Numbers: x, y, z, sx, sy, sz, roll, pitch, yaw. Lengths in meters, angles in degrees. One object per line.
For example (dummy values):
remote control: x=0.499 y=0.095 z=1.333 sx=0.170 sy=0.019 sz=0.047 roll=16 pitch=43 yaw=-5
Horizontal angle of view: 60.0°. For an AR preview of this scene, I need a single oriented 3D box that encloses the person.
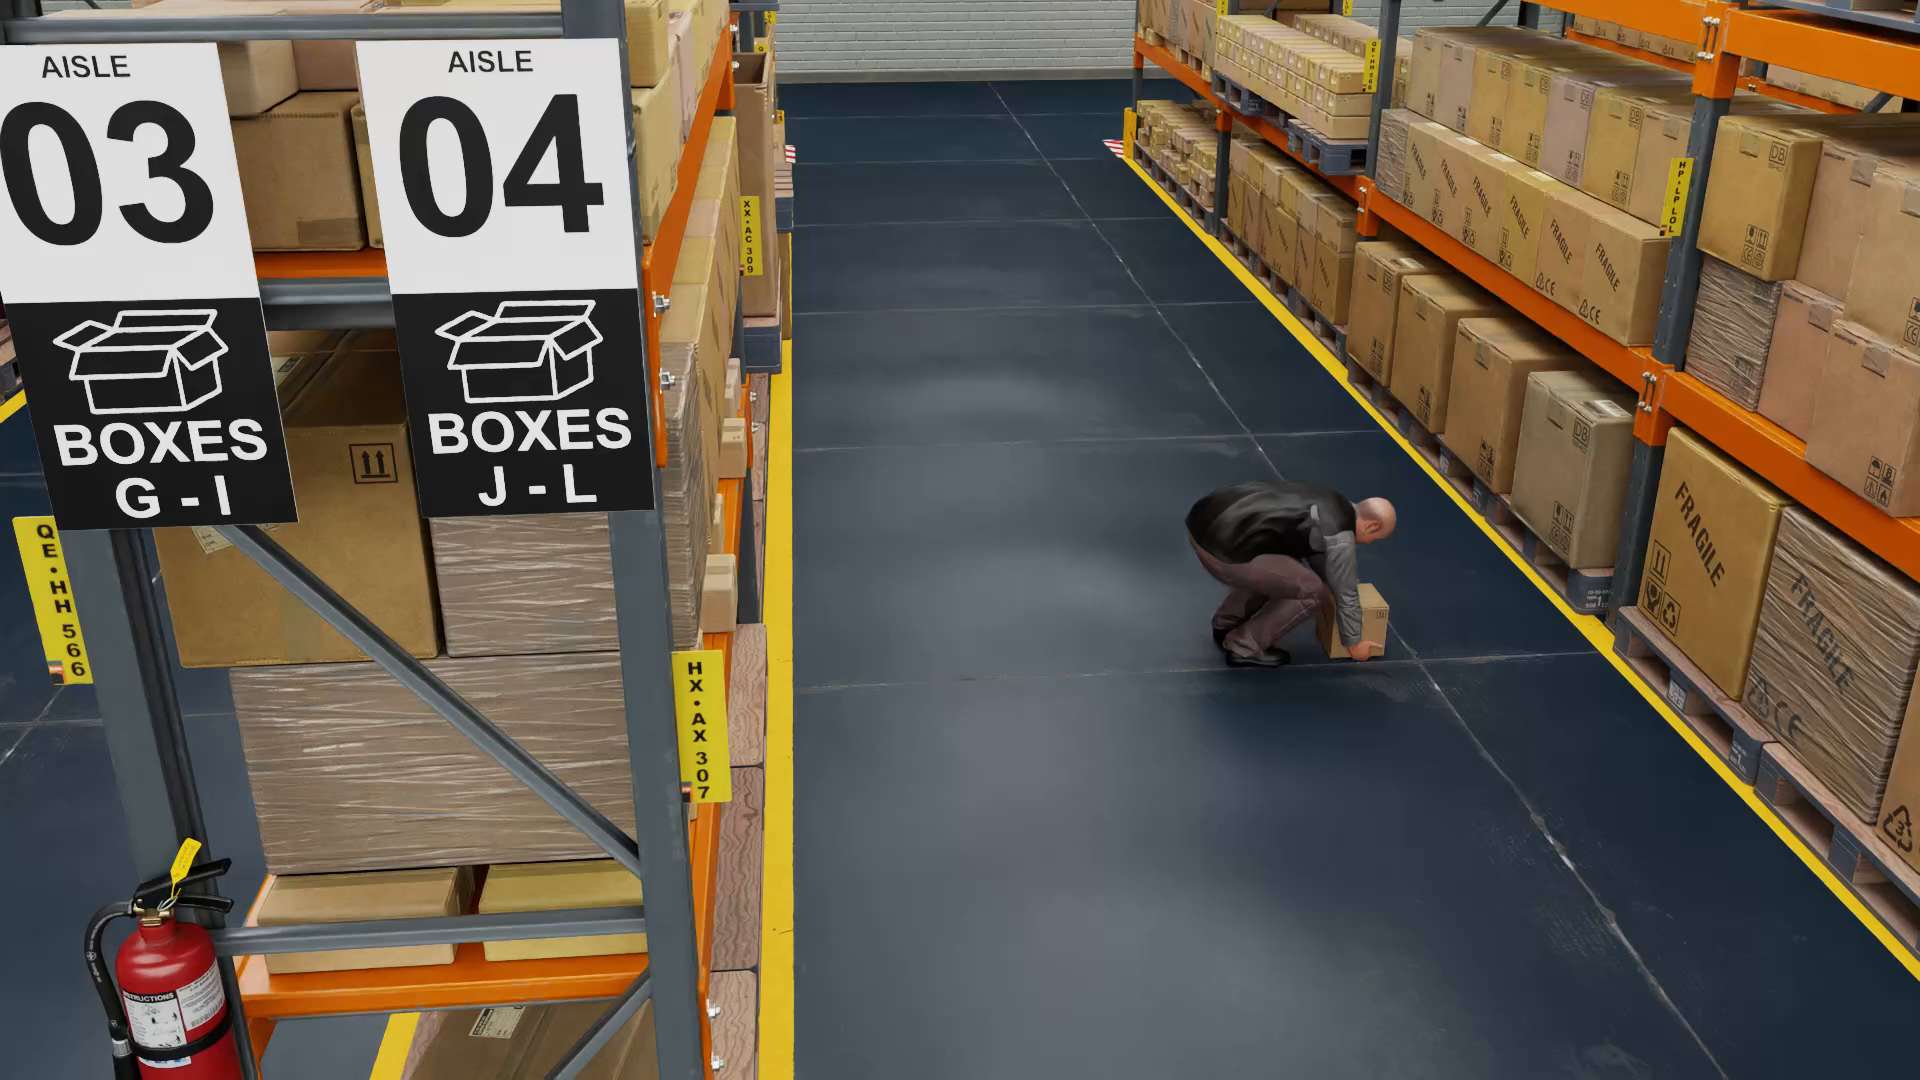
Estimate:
person: x=1.276 y=-0.293 z=7.297 sx=0.423 sy=1.724 sz=0.561 roll=-3 pitch=24 yaw=-7
